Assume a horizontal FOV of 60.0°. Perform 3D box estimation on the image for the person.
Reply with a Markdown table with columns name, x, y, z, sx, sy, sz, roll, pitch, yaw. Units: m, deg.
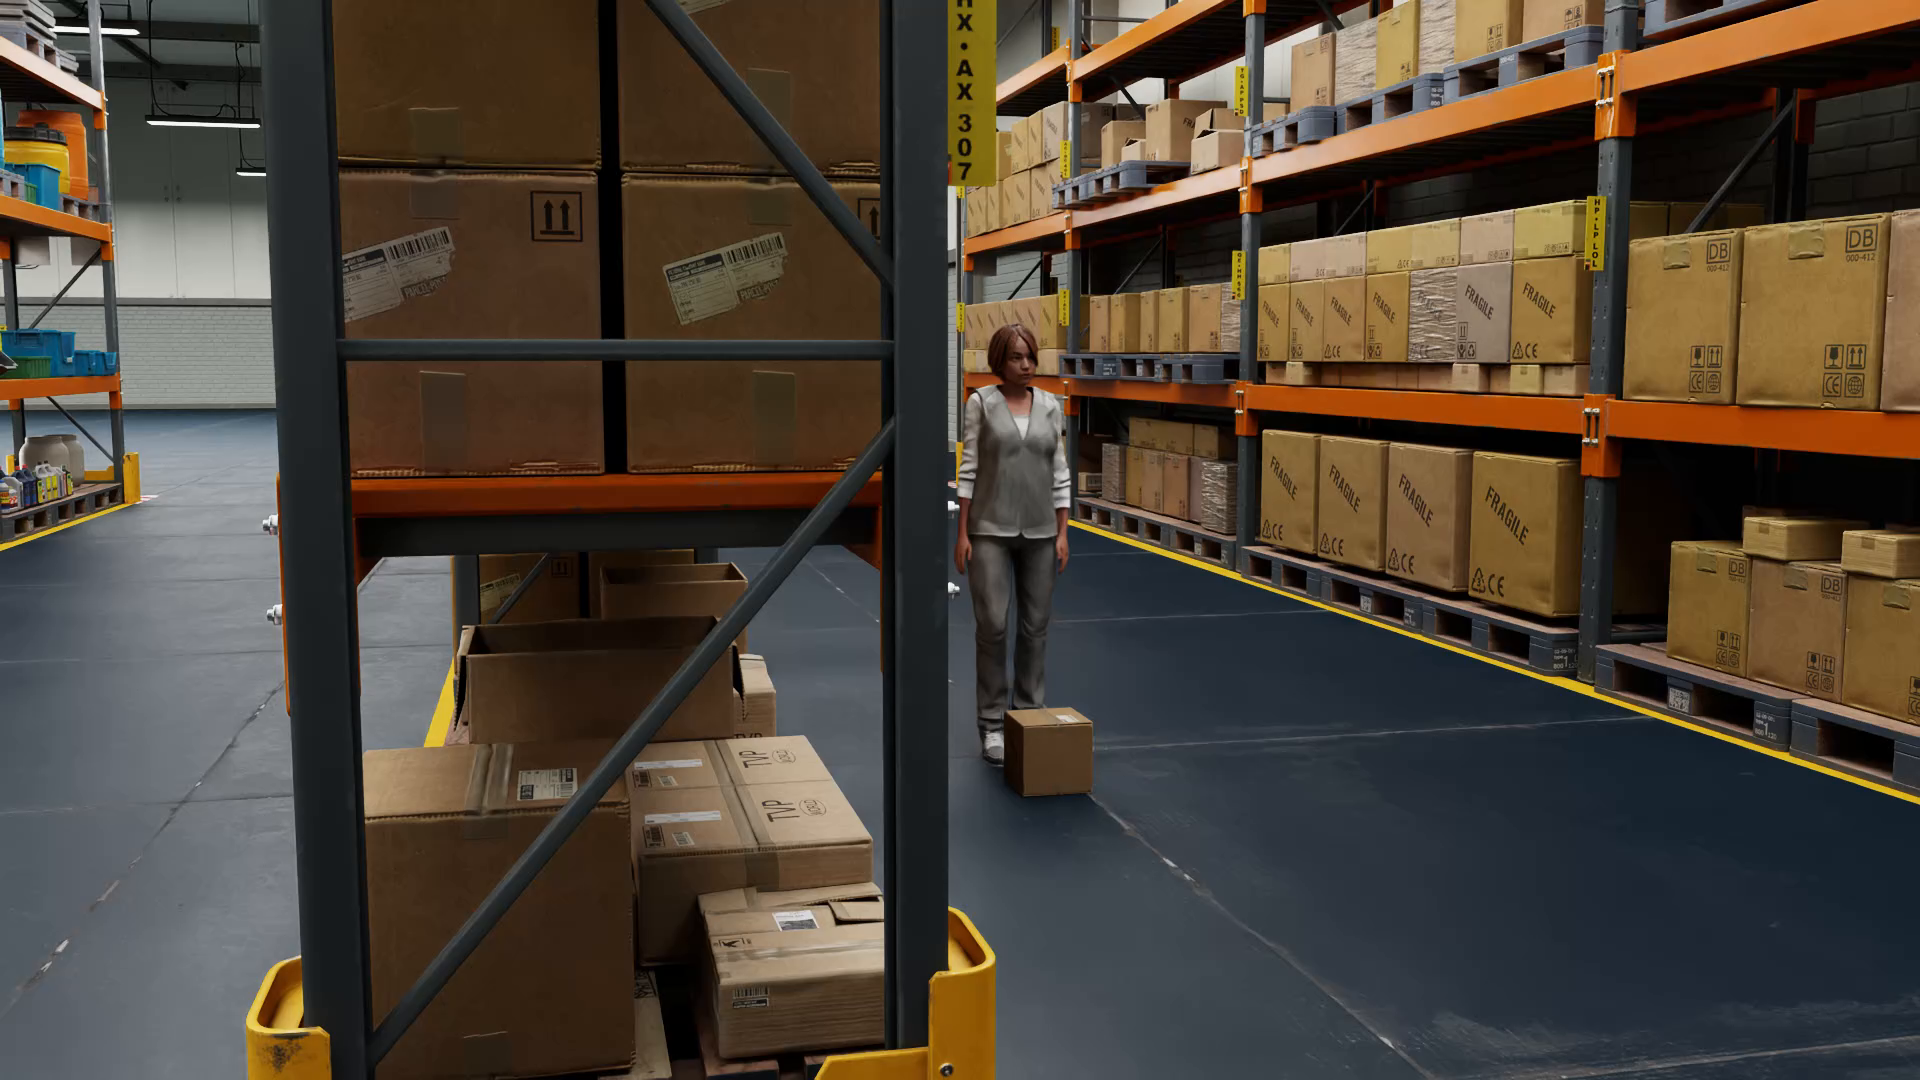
| name | x | y | z | sx | sy | sz | roll | pitch | yaw |
| --- | --- | --- | --- | --- | --- | --- | --- | --- | --- |
| person | 0.201 | 0.014 | 6.187 | 0.449 | 1.631 | 0.319 | -2 | 7 | -14 |
